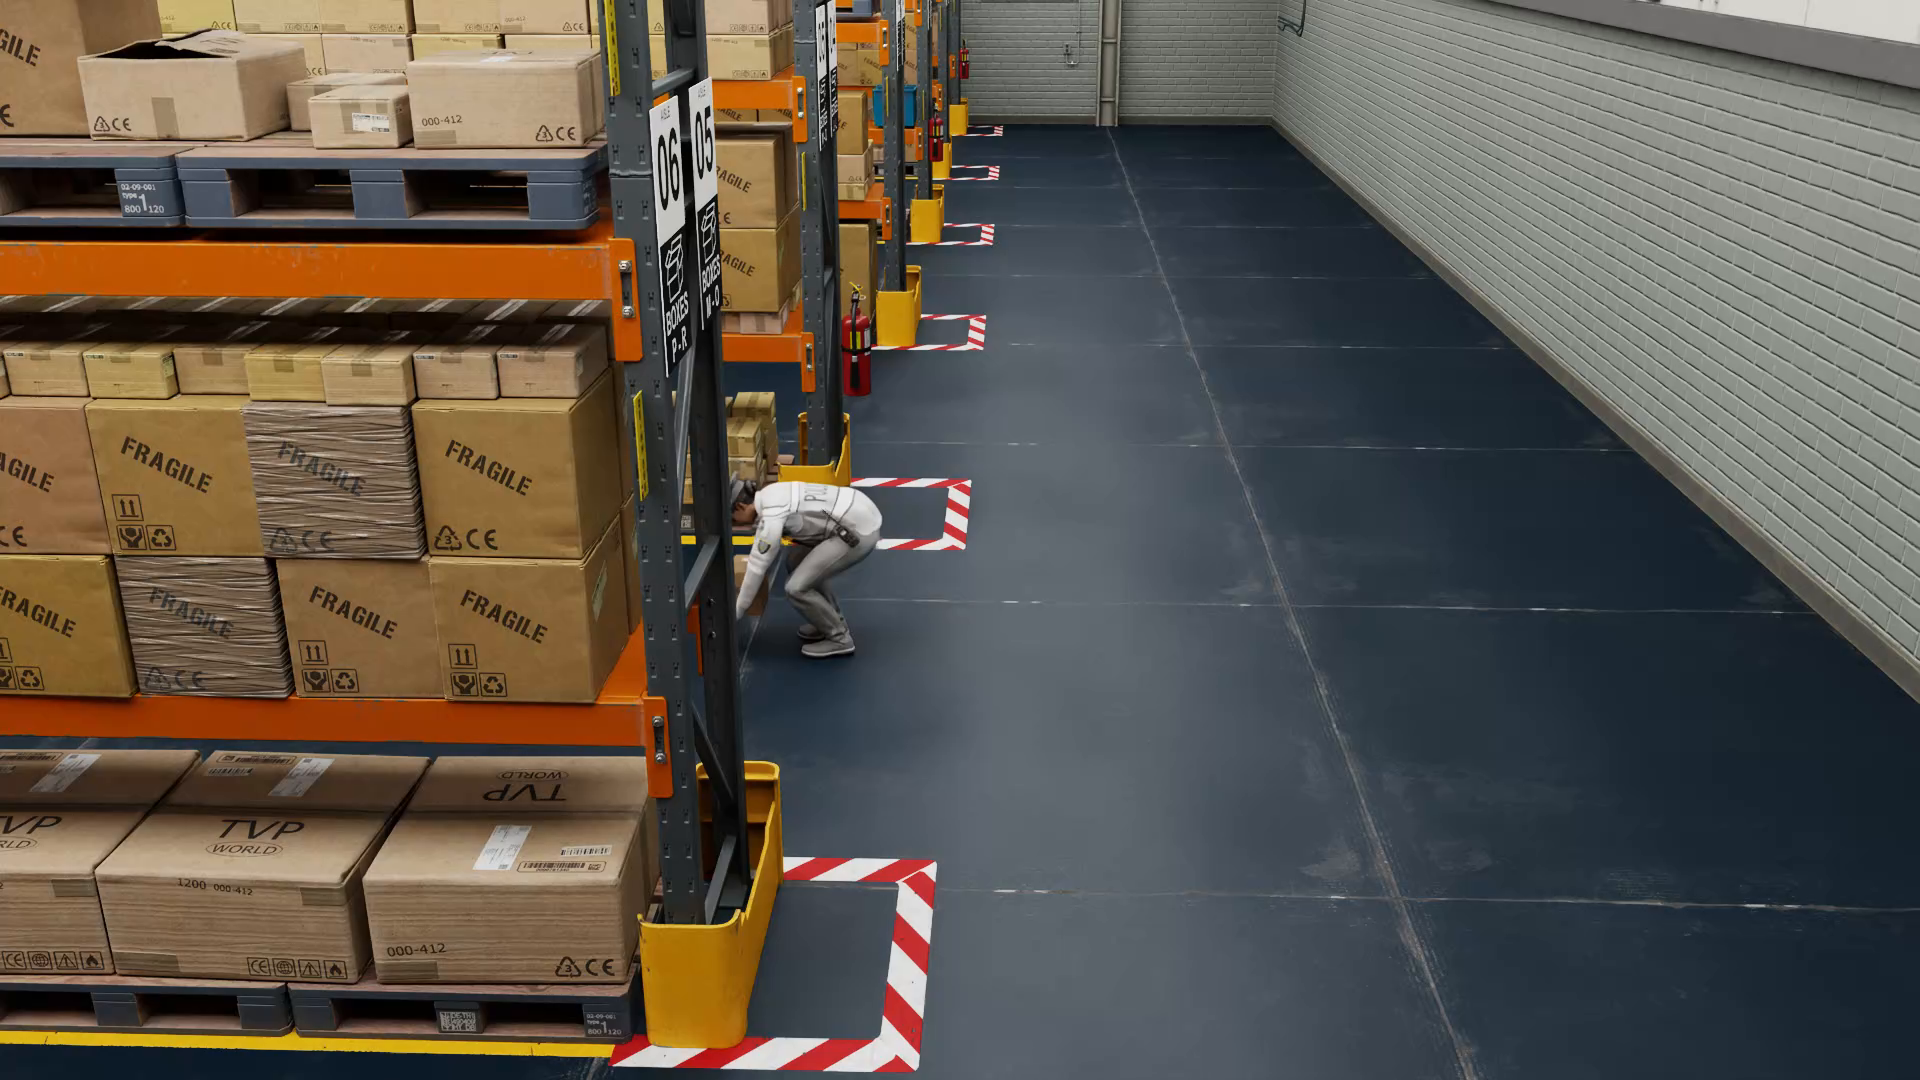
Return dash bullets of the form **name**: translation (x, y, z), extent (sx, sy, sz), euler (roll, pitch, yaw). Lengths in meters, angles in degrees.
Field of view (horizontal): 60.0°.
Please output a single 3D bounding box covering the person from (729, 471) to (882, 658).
- **person**: translation (-0.869, 0.109, 8.829), extent (0.917, 0.990, 0.460), euler (0, 21, -1)
